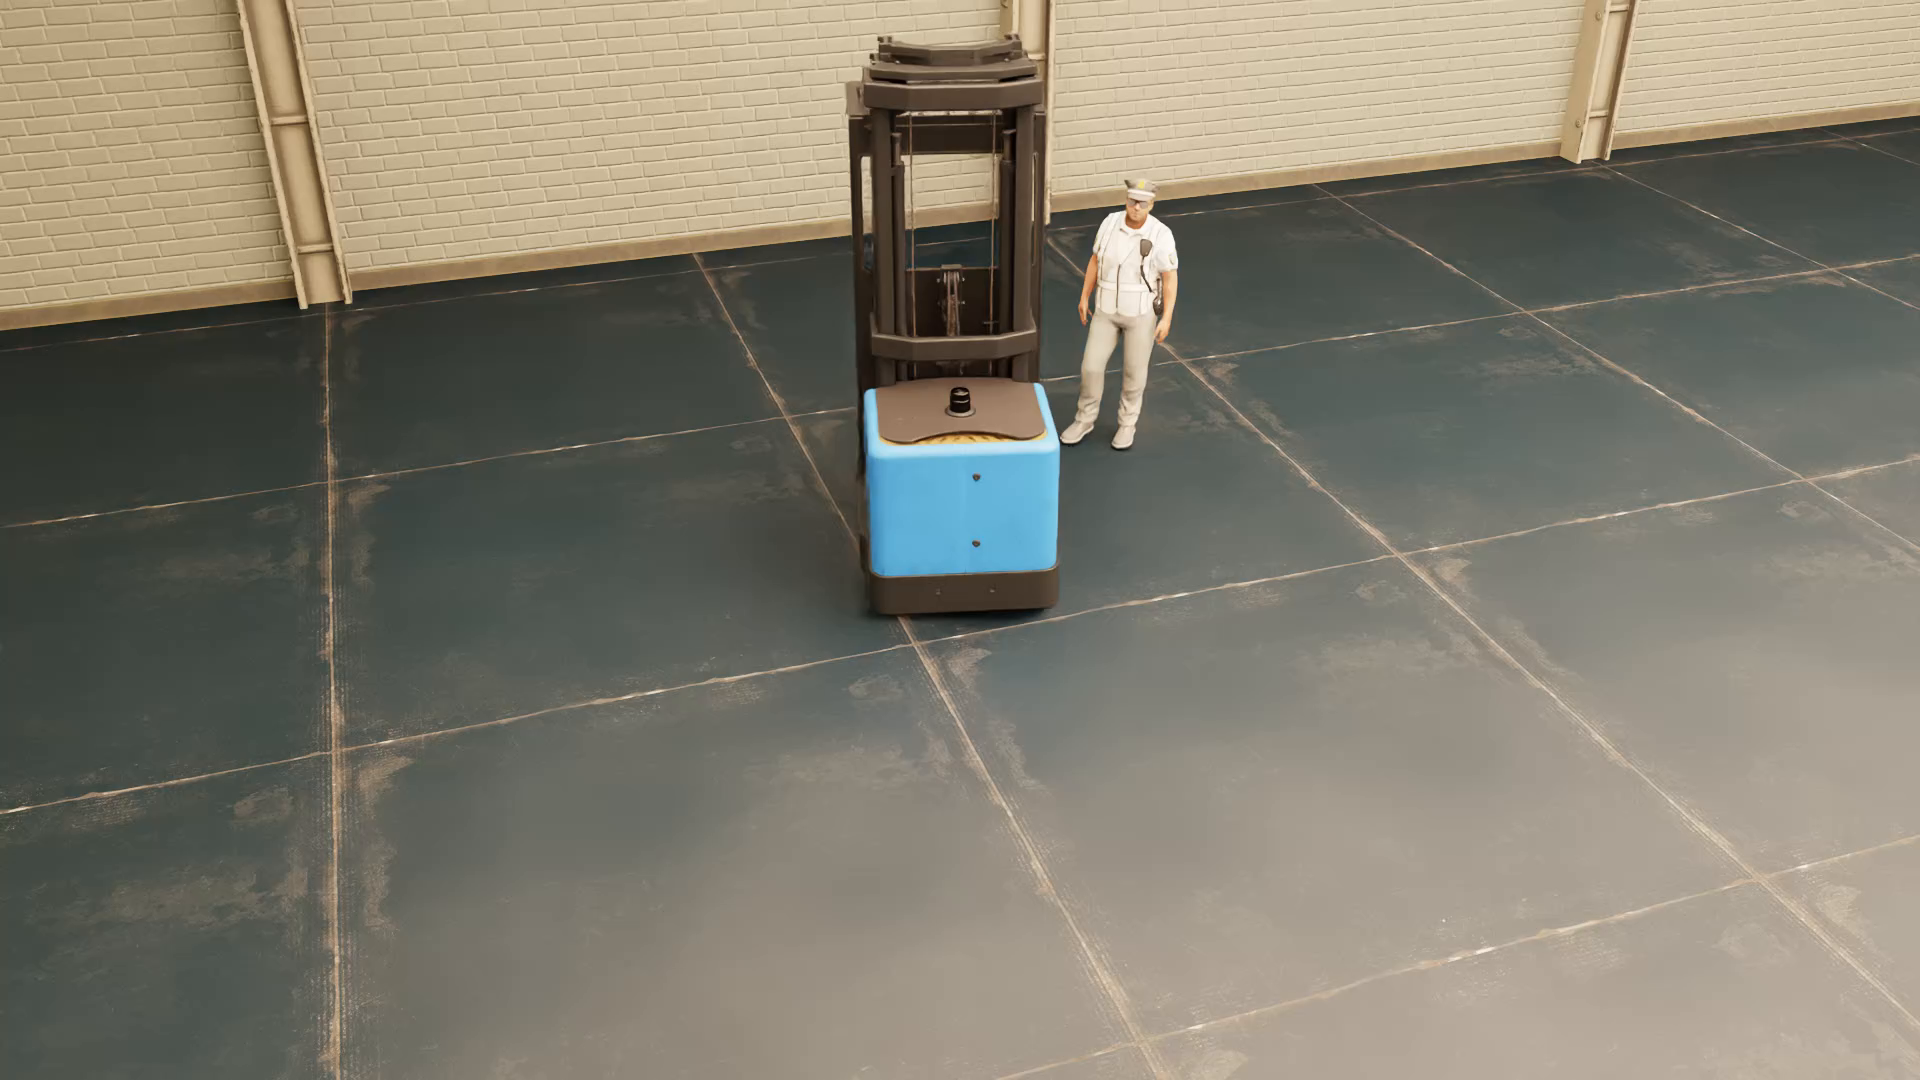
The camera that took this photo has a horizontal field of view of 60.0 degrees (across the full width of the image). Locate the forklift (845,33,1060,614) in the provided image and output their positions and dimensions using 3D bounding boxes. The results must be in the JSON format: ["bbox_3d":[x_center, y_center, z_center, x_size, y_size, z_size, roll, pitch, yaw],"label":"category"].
[{"bbox_3d":[-0.091,-1.567,9.810,1.130,2.935,3.031,-2,30,-4],"label":"forklift"}]

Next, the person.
[{"bbox_3d":[1.050,-1.465,10.774,0.640,1.778,0.557,13,32,22],"label":"person"}]
